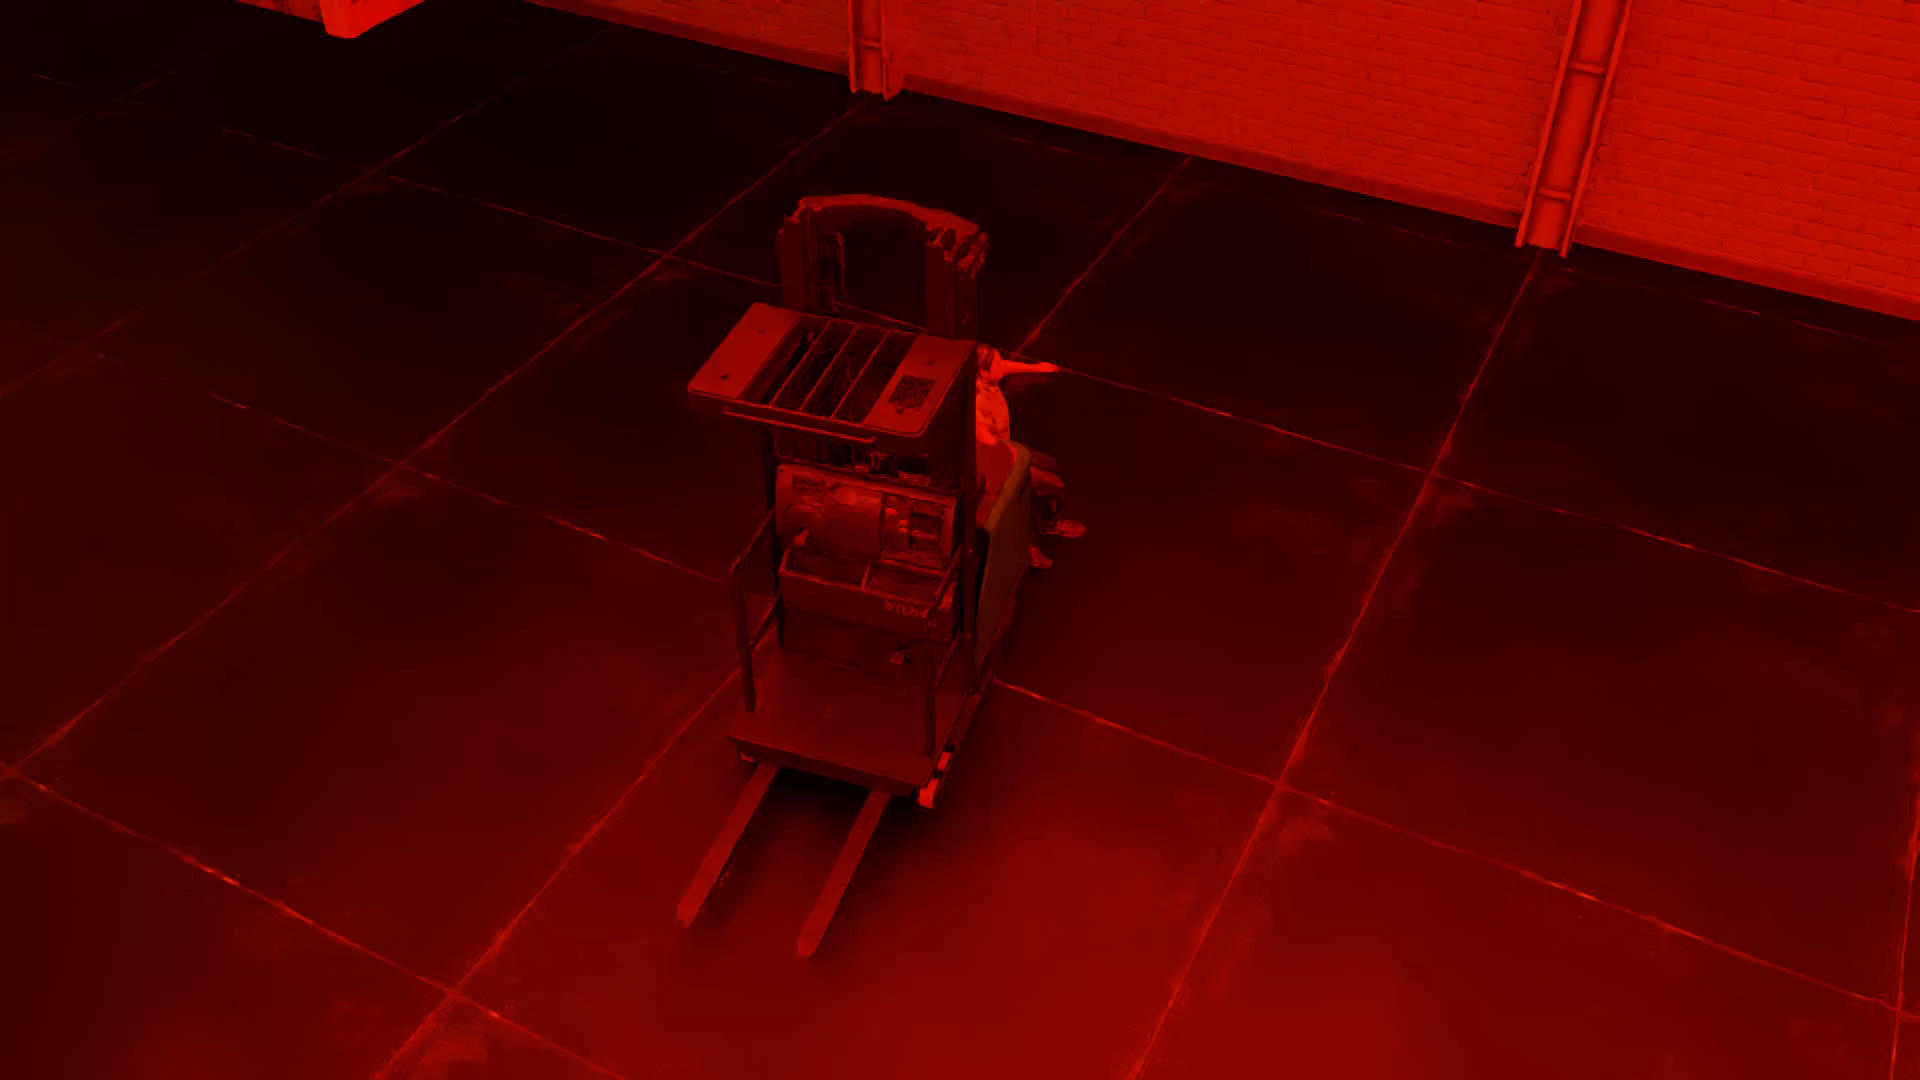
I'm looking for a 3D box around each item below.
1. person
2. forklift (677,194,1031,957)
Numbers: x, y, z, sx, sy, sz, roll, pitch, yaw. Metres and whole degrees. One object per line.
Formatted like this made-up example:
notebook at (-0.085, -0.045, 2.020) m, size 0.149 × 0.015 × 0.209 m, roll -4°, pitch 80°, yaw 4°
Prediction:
person at (0.390, -0.521, 9.769) m, size 0.788 × 1.419 × 1.009 m, roll -5°, pitch 40°, yaw -6°
forklift at (-0.536, -0.030, 8.022) m, size 1.130 × 2.935 × 3.031 m, roll 12°, pitch 42°, yaw 14°
